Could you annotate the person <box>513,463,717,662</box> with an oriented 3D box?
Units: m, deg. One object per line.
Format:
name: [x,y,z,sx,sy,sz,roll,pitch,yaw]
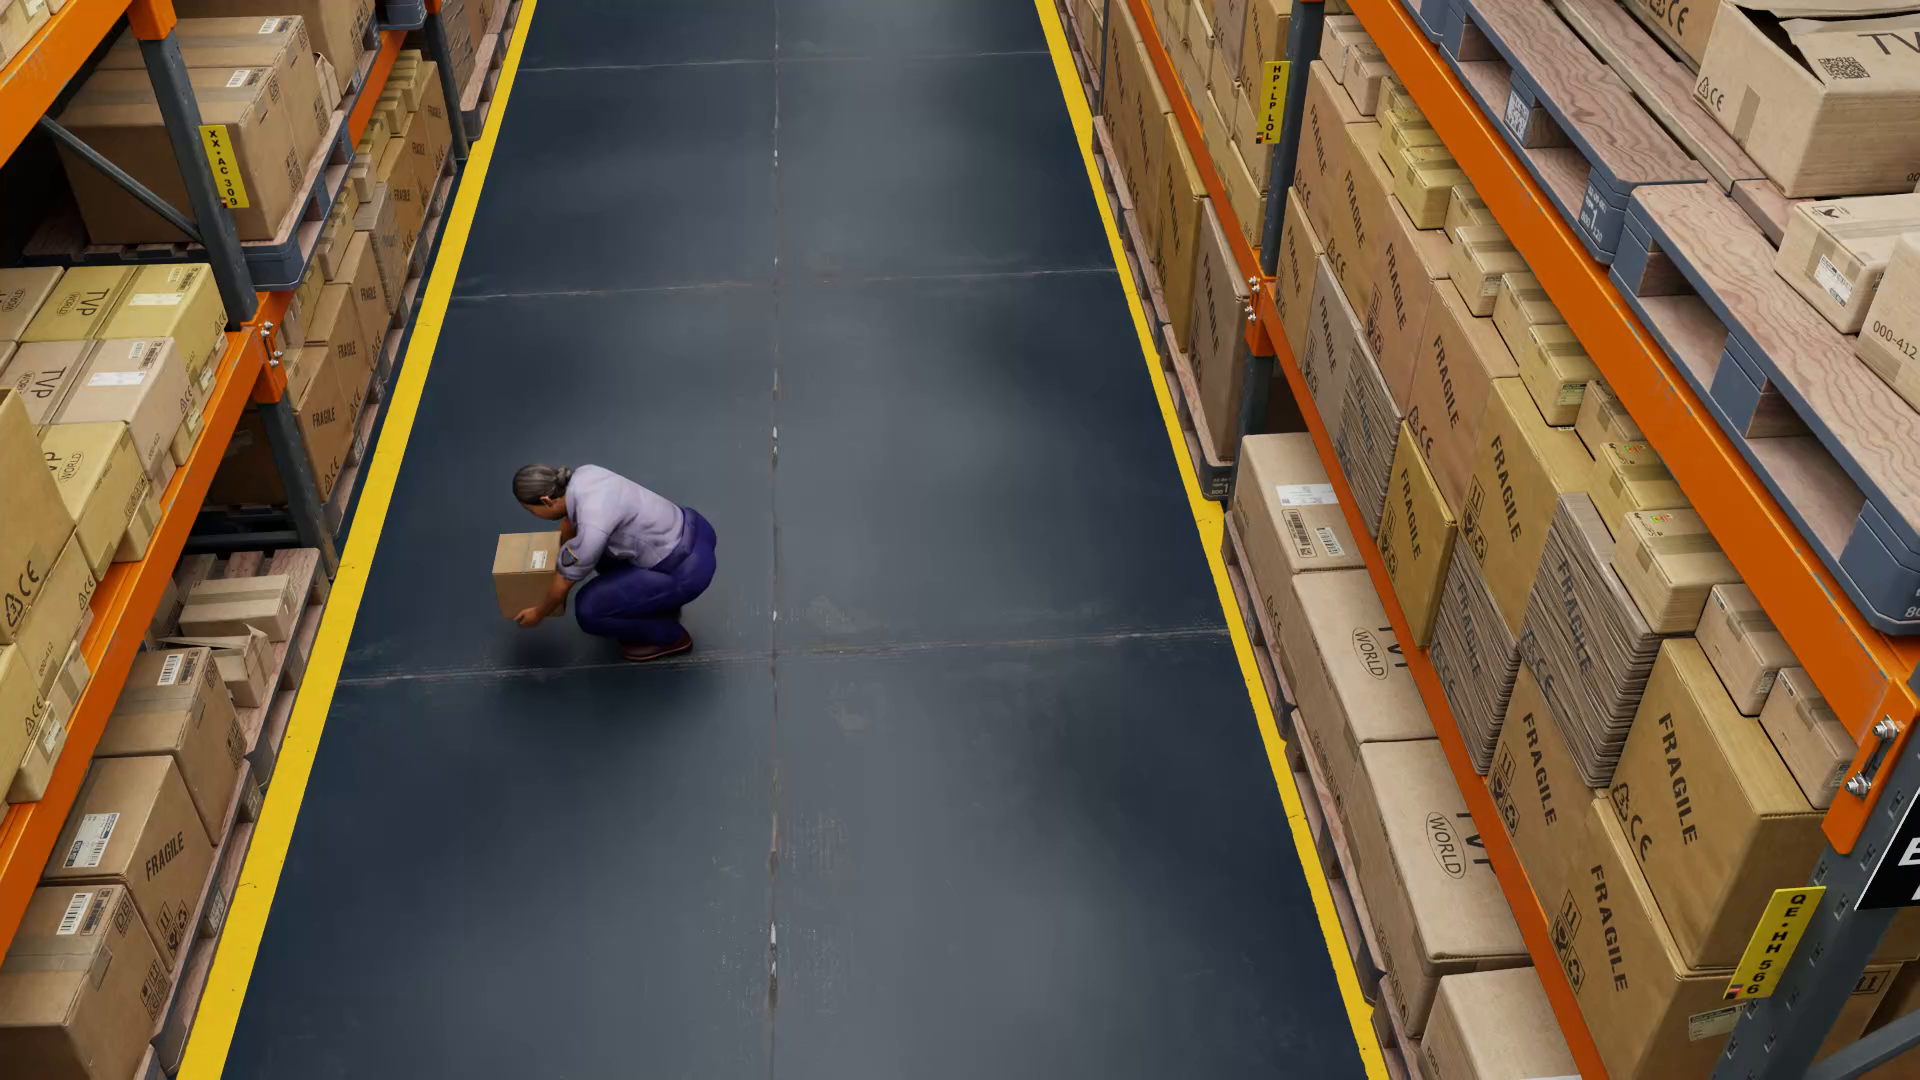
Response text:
person: [-1.405,0.034,6.707,0.831,0.924,0.520,-3,39,-4]
